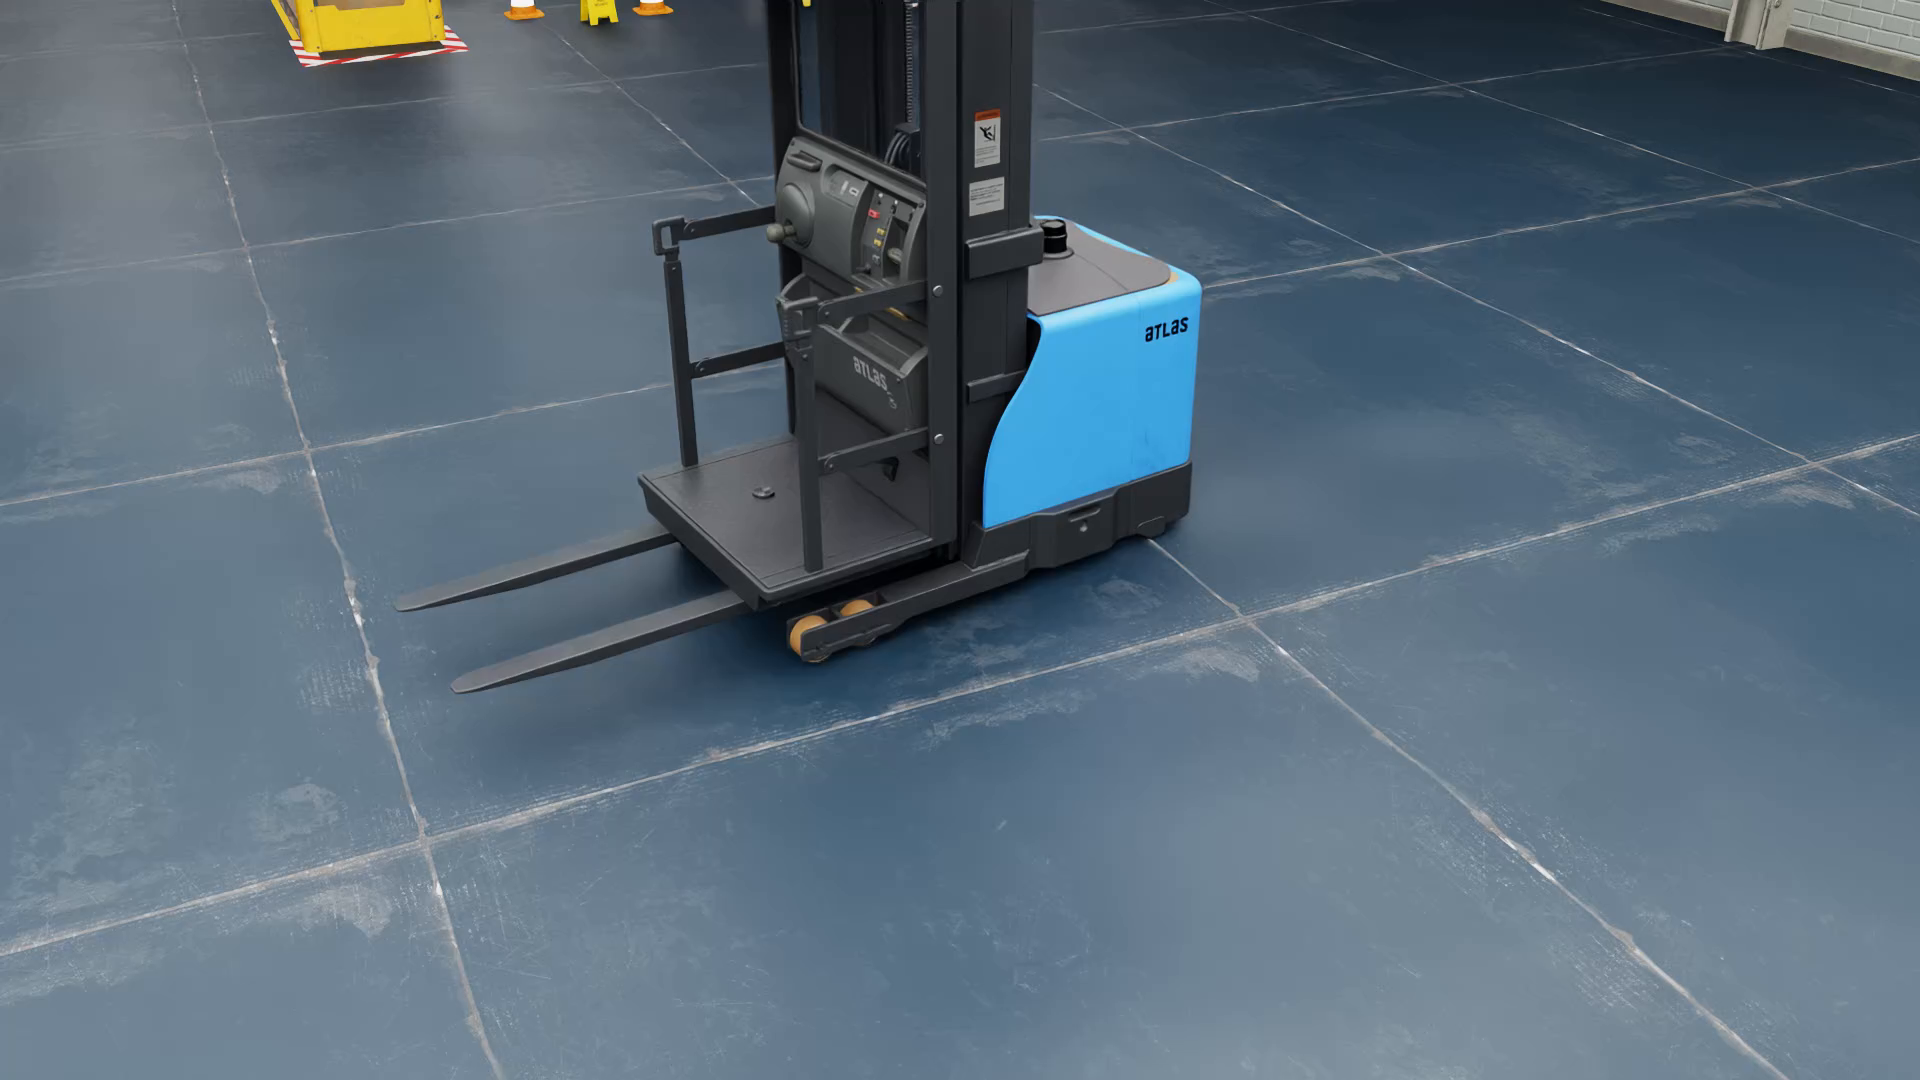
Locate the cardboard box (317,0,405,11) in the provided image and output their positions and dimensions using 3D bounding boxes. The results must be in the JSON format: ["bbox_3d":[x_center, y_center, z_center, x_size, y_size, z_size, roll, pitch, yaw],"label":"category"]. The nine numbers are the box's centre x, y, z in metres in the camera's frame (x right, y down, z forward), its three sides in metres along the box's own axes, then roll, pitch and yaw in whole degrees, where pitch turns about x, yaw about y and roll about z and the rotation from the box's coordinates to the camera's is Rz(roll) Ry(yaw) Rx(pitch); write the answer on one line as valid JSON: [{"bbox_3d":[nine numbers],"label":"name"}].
[{"bbox_3d":[-5.451,-5.191,14.683,0.875,0.875,0.875,-13,32,-22],"label":"cardboard box"}]

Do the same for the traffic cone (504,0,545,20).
[{"bbox_3d":[-4.045,-5.075,15.327,0.336,0.463,0.334,-13,32,-22],"label":"traffic cone"}]

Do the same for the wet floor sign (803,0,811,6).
[{"bbox_3d":[-1.557,-5.397,15.715,0.267,0.644,0.232,-3,29,-5],"label":"wet floor sign"}]

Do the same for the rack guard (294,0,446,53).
[{"bbox_3d":[-5.090,-4.548,14.349,1.175,0.500,0.348,-13,32,-22],"label":"rack guard"}]

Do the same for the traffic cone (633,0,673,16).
[{"bbox_3d":[-2.879,-5.162,15.483,0.336,0.463,0.334,-13,32,-22],"label":"traffic cone"}]

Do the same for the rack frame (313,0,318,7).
[{"bbox_3d":[-5.100,-5.649,13.757,1.000,3.000,0.127,-13,32,-22],"label":"rack frame"}]

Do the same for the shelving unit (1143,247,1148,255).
[{"bbox_3d":[0.665,-0.832,7.313,0.258,0.900,0.210,8,30,14],"label":"shelving unit"}]

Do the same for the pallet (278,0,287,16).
[{"bbox_3d":[-6.034,-5.307,15.999,1.003,0.211,1.213,-13,32,-22],"label":"pallet"}]

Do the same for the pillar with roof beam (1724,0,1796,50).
[{"bbox_3d":[3.012,-7.336,10.632,9.100,9.000,0.400,-13,32,-22],"label":"pillar with roof beam"}]

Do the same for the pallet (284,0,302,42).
[{"bbox_3d":[-5.514,-4.769,15.039,1.003,0.211,1.213,-13,32,-22],"label":"pallet"}]

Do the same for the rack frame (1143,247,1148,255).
[{"bbox_3d":[0.694,-0.880,7.398,0.240,0.900,0.006,8,30,14],"label":"rack frame"}]

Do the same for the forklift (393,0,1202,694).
[{"bbox_3d":[-0.568,-1.133,5.774,3.031,2.935,1.130,-18,34,-29],"label":"forklift"}]

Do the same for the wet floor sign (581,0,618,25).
[{"bbox_3d":[-3.299,-5.025,15.051,0.267,0.644,0.232,-19,35,-30],"label":"wet floor sign"}]
